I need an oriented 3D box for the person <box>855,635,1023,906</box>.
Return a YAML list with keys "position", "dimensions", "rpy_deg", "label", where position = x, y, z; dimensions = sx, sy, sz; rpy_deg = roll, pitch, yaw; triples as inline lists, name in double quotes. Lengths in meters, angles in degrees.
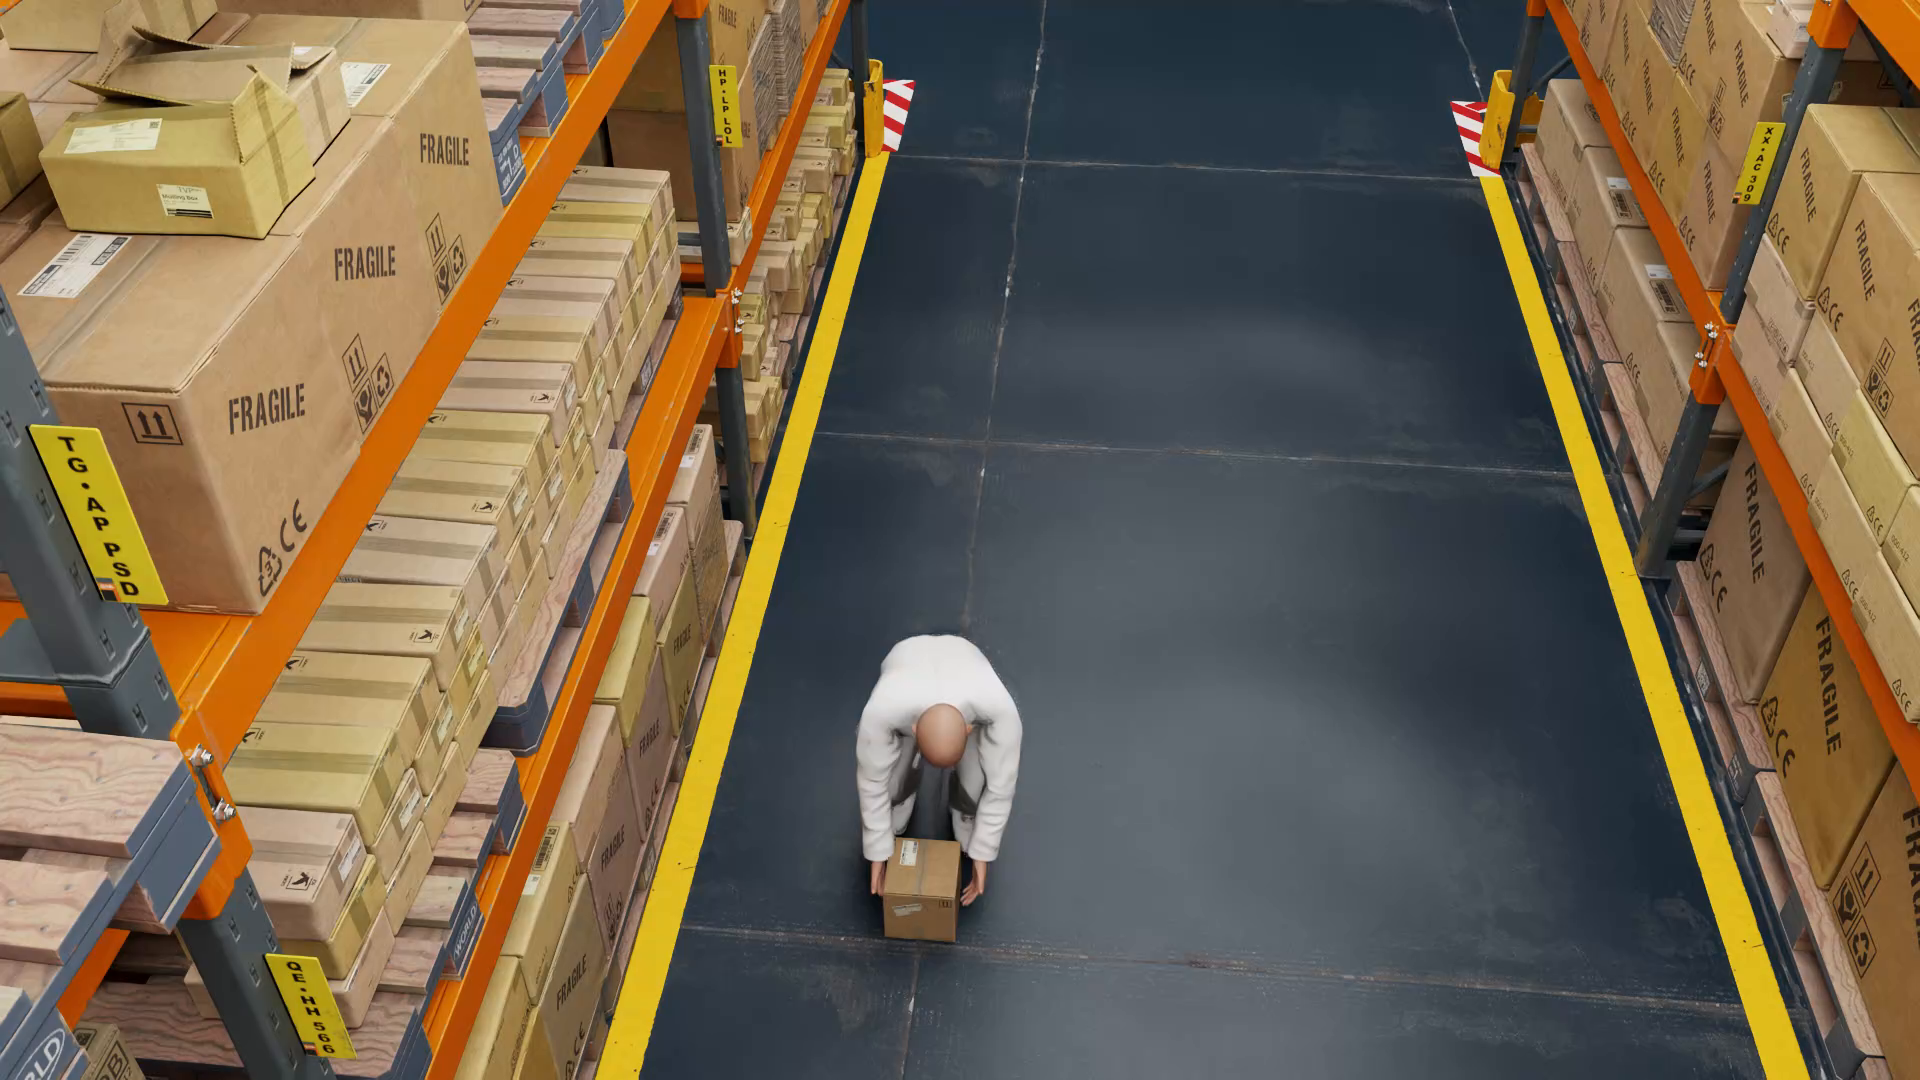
- position: [-0.080, 0.739, 5.932]
  dimensions: [0.610, 0.941, 0.898]
  rpy_deg: [3, 40, 4]
  label: "person"
